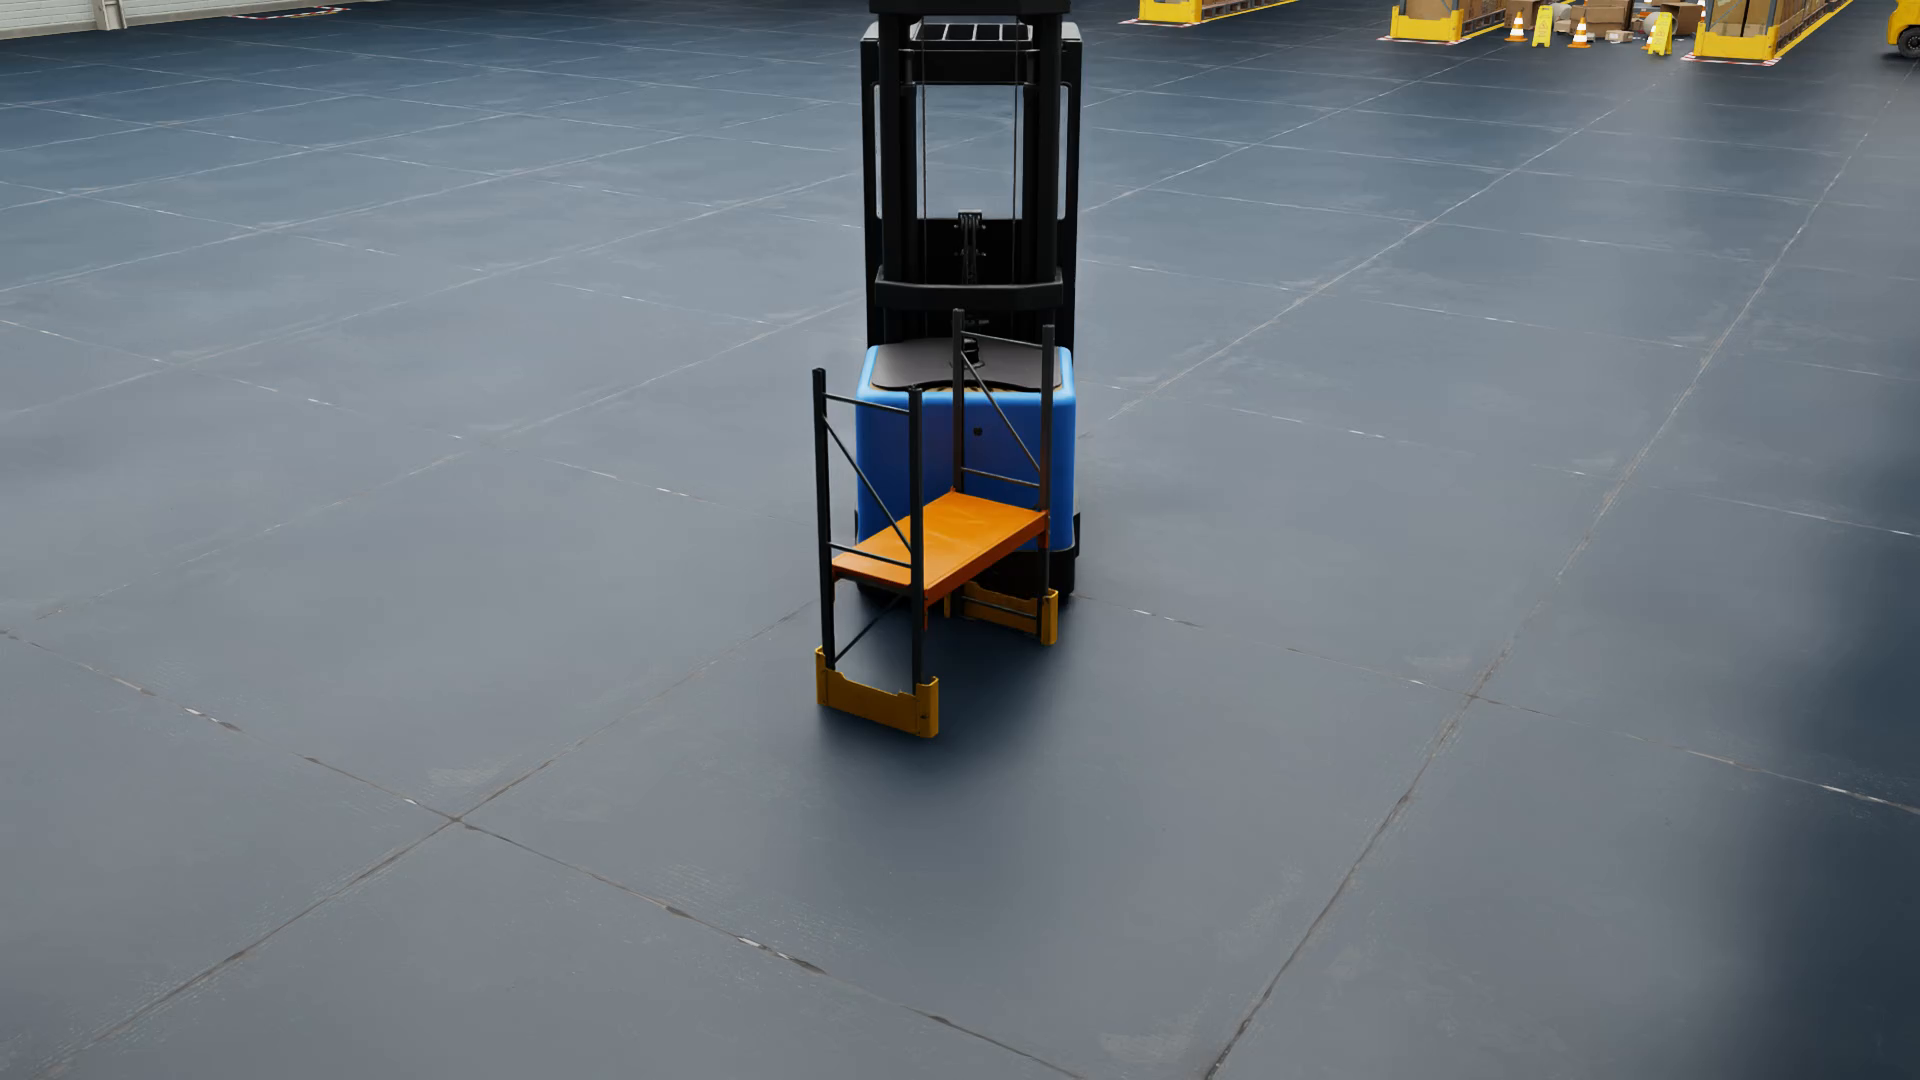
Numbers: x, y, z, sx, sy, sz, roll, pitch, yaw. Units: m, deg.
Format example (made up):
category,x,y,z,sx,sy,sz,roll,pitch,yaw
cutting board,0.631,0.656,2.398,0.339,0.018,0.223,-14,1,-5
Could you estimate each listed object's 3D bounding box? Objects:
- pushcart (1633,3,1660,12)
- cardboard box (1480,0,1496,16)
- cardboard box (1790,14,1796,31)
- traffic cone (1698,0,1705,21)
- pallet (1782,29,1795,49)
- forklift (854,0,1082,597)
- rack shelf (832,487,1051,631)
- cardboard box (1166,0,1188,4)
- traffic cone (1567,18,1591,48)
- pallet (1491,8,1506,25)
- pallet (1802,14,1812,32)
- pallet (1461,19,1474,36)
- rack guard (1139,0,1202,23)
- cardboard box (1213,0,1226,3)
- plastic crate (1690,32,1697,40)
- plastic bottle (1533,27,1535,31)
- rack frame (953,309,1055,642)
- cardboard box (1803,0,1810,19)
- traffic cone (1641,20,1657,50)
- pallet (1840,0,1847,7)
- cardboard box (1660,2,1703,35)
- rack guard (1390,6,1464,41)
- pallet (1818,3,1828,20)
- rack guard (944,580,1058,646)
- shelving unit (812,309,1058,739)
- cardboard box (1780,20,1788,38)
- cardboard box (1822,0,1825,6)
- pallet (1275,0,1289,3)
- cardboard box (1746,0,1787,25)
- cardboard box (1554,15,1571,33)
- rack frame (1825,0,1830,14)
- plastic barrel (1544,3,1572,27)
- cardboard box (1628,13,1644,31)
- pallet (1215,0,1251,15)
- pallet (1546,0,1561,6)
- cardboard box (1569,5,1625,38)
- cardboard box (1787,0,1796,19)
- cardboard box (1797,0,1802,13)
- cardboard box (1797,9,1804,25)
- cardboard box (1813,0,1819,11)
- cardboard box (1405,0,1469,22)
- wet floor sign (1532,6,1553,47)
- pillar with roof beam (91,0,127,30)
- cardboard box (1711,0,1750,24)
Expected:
category,x,y,z,sx,sy,sz,roll,pitch,yaw
pushcart,12.494,-9.705,30.694,1.648,0.377,0.936,5,24,11
cardboard box,9.336,-10.166,30.603,0.875,0.875,0.875,14,27,29
cardboard box,13.830,-8.770,28.166,0.500,0.250,0.500,14,27,30
traffic cone,13.922,-9.996,31.257,0.336,0.463,0.334,14,27,29
pallet,13.491,-8.521,28.167,1.003,0.211,1.213,14,27,29
forklift,0.062,-1.610,8.781,1.130,2.935,3.031,1,23,1
rack shelf,-0.088,0.061,7.174,0.538,0.185,1.000,14,27,30
cardboard box,4.272,-10.427,31.679,0.500,0.500,0.500,20,30,38
traffic cone,10.356,-8.467,27.726,0.336,0.463,0.334,14,27,29
pallet,9.731,-9.931,31.425,1.003,0.211,1.213,14,27,29
pallet,14.867,-9.431,30.270,1.003,0.211,1.213,14,27,29
pallet,8.444,-9.108,29.522,1.003,0.211,1.213,14,27,29
rack guard,3.969,-10.053,31.343,1.175,0.500,0.348,14,27,29
cardboard box,4.905,-10.844,32.640,0.500,0.500,0.500,17,29,34
plastic crate,12.933,-8.750,28.861,0.402,0.080,0.583,5,24,11
plastic bottle,10.458,-9.197,29.917,0.283,0.061,0.133,5,24,11
rack frame,0.186,-0.274,7.496,0.500,1.500,0.032,14,27,30
cardboard box,14.732,-9.612,29.957,0.950,0.372,0.625,14,27,30
traffic cone,11.479,-8.349,27.454,0.336,0.463,0.334,14,27,29
pallet,17.692,-11.179,34.306,1.003,0.211,1.213,14,27,29
cardboard box,12.736,-9.225,29.428,0.500,0.500,0.500,-7,24,-17
rack guard,8.076,-8.946,28.785,1.175,0.500,0.348,14,27,29
pallet,16.154,-10.255,32.172,1.003,0.211,1.213,14,27,29
rack guard,0.185,0.300,7.743,0.587,0.250,0.087,14,27,30
shelving unit,-0.083,-0.107,7.110,0.587,1.500,1.083,14,27,30
cardboard box,13.284,-8.414,27.342,0.500,0.250,0.500,15,28,31
cardboard box,16.261,-10.596,32.230,0.950,0.372,0.625,12,26,25
pallet,6.448,-11.508,35.067,1.003,0.211,1.213,14,27,29
cardboard box,13.020,-8.595,26.818,0.500,0.500,0.500,13,27,27
cardboard box,10.857,-9.230,29.737,0.396,0.266,0.258,20,30,38
rack frame,16.568,-11.798,32.227,1.000,3.000,0.127,14,27,29
plastic barrel,10.904,-9.564,30.311,0.421,0.421,0.512,-7,24,-17
cardboard box,12.205,-9.368,30.055,0.258,0.266,0.396,-3,24,-7
pallet,5.072,-10.597,32.964,1.003,0.211,1.213,14,27,29
pallet,11.829,-11.271,34.520,1.003,0.211,1.213,14,27,29
cardboard box,11.123,-9.076,29.081,0.797,0.503,0.637,-3,24,-7
cardboard box,13.564,-8.940,27.614,0.500,0.500,0.500,14,27,30
cardboard box,14.107,-9.295,28.434,0.500,0.500,0.500,14,27,30
cardboard box,14.374,-9.123,28.980,0.500,0.250,0.500,15,28,31
cardboard box,15.474,-10.091,31.062,0.950,0.372,0.625,15,28,31
cardboard box,8.391,-9.561,29.207,0.875,0.875,0.875,14,27,29
wet floor sign,9.756,-8.596,27.794,0.267,0.644,0.232,9,25,20
pillar with roof beam,-11.734,-12.507,26.313,9.100,9.000,0.400,14,27,29
cardboard box,12.549,-8.698,27.055,0.500,0.500,0.500,14,27,29
